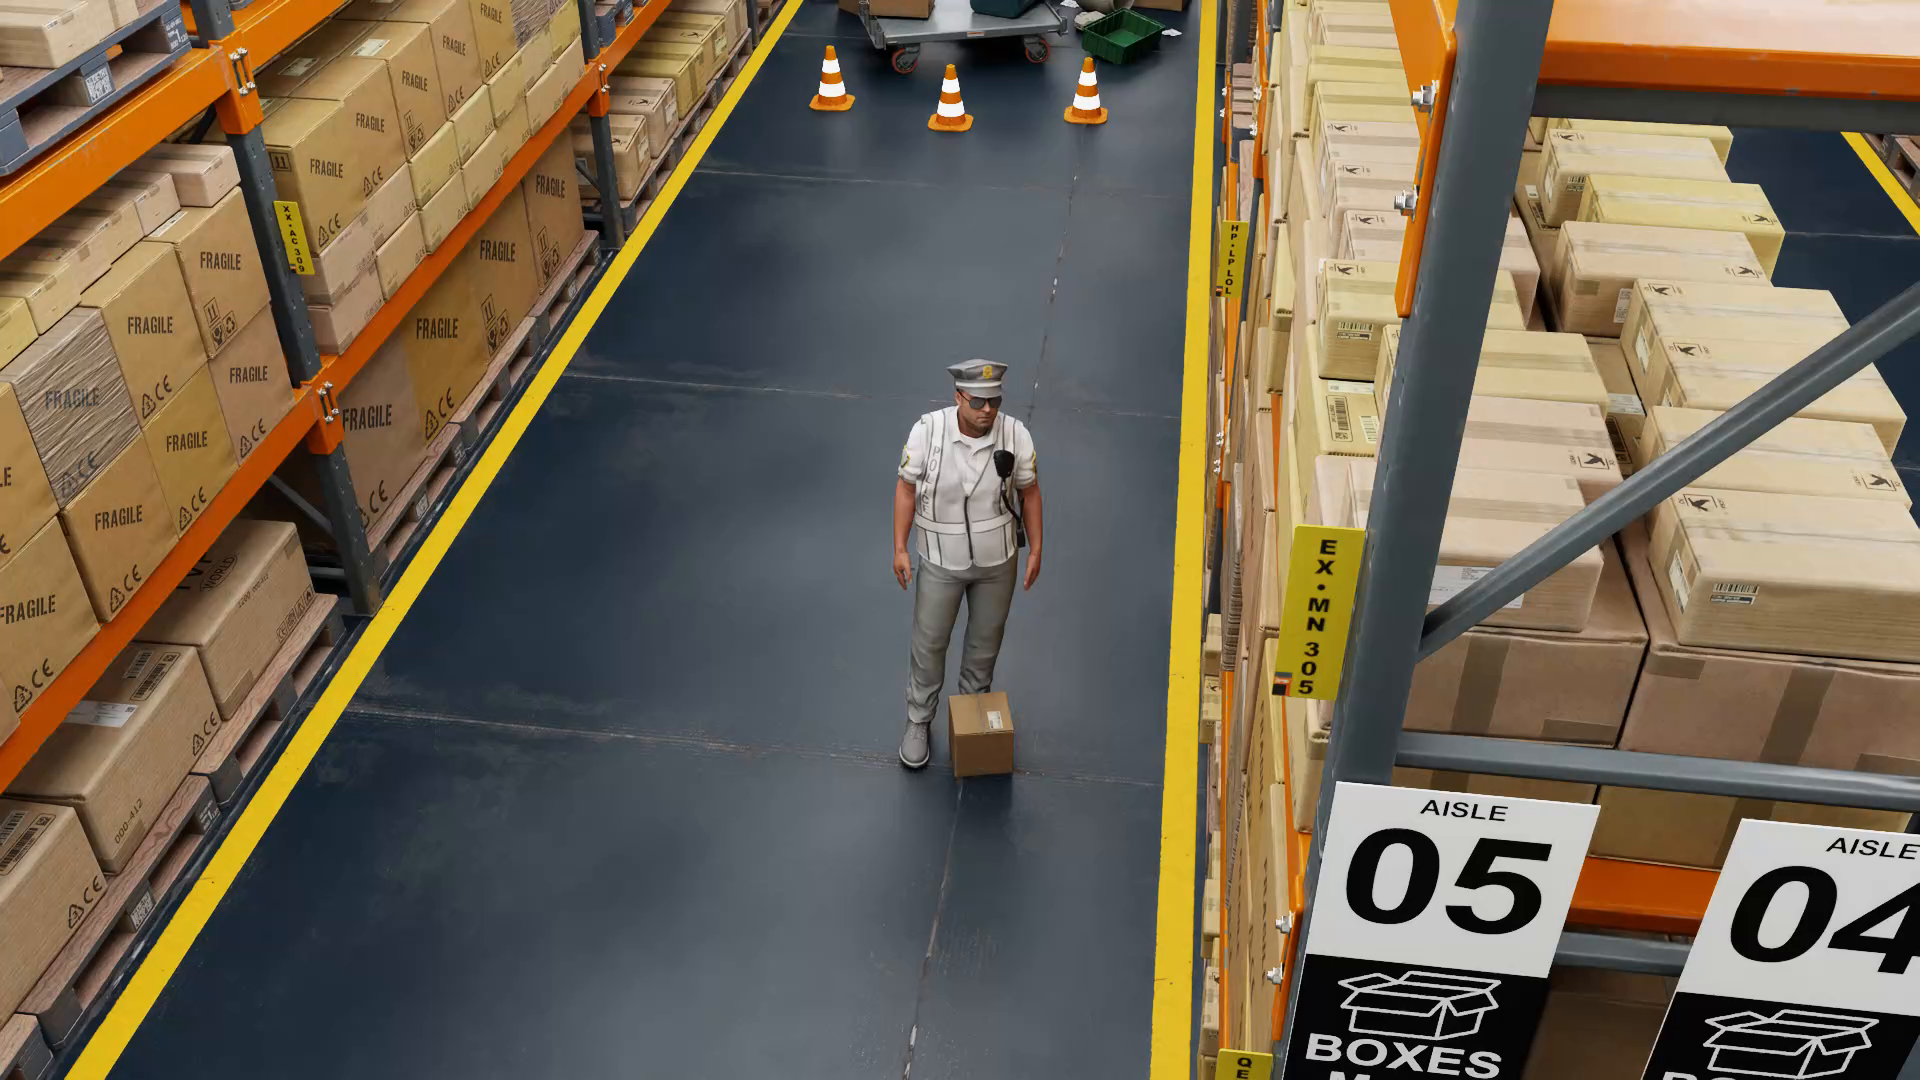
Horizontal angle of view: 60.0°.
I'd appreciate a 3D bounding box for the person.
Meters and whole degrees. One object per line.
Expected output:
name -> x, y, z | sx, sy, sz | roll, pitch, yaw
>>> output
person -> 0.035, 0.086, 6.875 | 0.640, 1.780, 0.575 | -4, 36, -5
